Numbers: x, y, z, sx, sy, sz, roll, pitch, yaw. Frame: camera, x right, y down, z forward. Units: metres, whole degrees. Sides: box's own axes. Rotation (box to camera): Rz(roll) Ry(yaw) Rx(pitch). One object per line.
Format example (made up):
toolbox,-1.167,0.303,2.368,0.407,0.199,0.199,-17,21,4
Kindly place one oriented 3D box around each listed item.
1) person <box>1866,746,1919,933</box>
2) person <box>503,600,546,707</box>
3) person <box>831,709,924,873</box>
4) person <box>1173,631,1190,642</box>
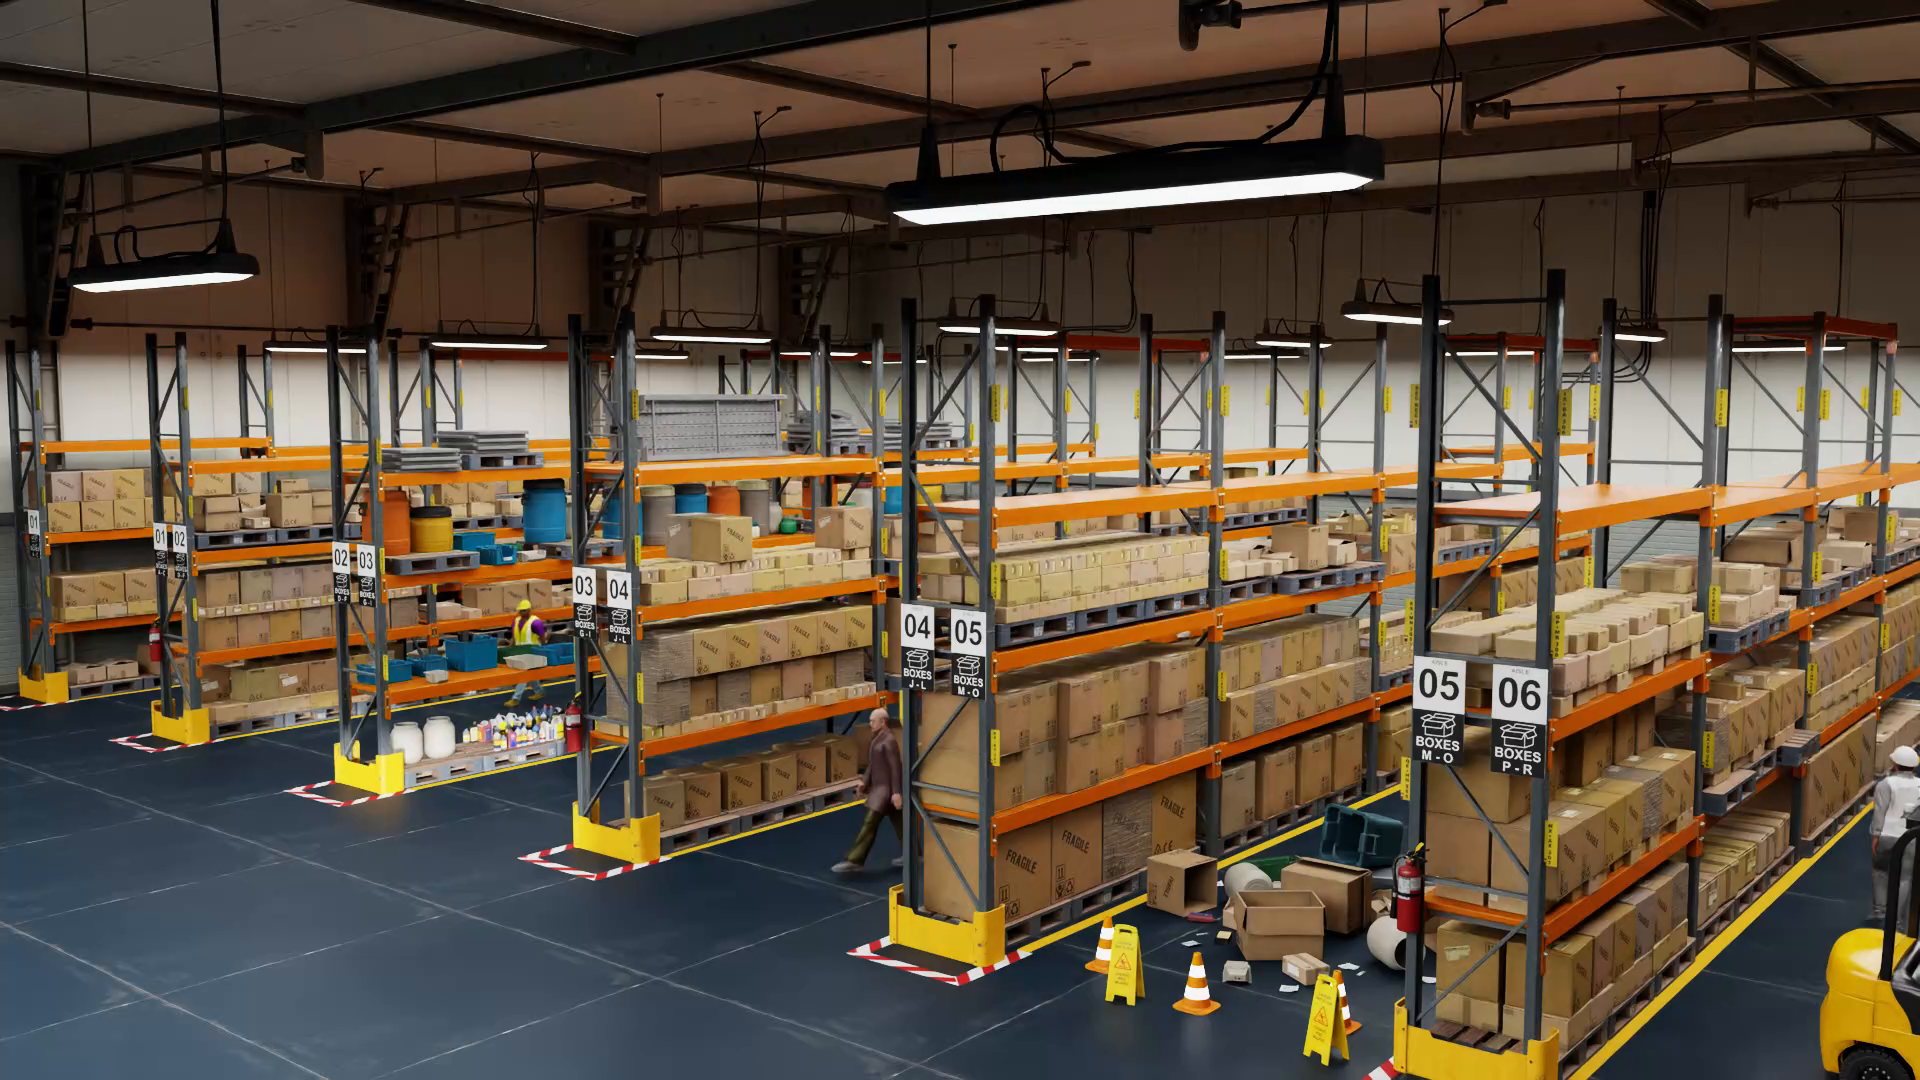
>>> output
person,8.966,2.859,15.859,0.517,1.777,0.574,3,6,30
person,-7.179,1.836,27.349,0.562,1.710,0.974,3,6,30
person,-0.883,2.671,17.837,1.062,1.735,0.611,-1,5,-11
person,3.325,2.108,24.733,0.497,1.574,1.035,4,6,36
